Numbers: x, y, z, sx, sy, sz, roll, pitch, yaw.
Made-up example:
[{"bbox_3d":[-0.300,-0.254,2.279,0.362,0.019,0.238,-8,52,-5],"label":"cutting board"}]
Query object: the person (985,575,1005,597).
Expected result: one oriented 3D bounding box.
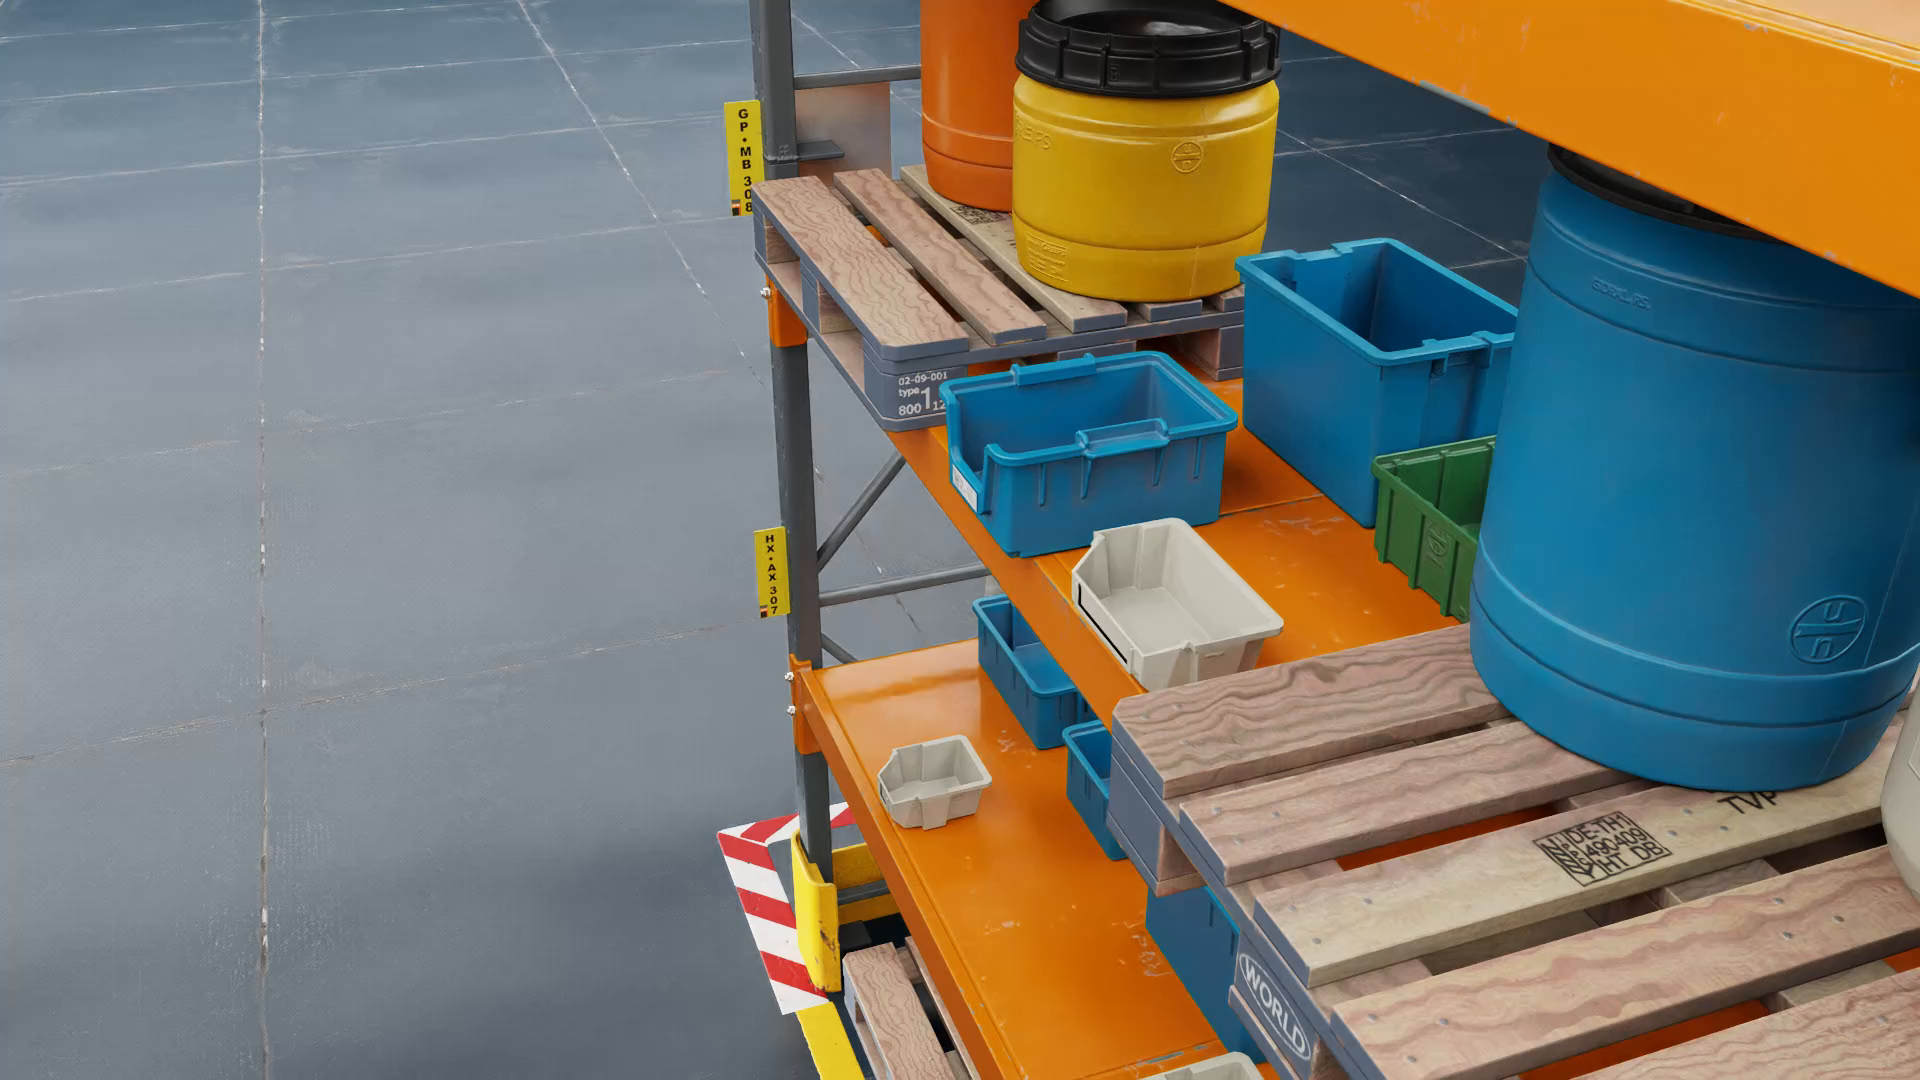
[{"bbox_3d":[0.262,-0.281,7.613,0.427,1.749,0.604,-12,32,-20],"label":"person"}]
